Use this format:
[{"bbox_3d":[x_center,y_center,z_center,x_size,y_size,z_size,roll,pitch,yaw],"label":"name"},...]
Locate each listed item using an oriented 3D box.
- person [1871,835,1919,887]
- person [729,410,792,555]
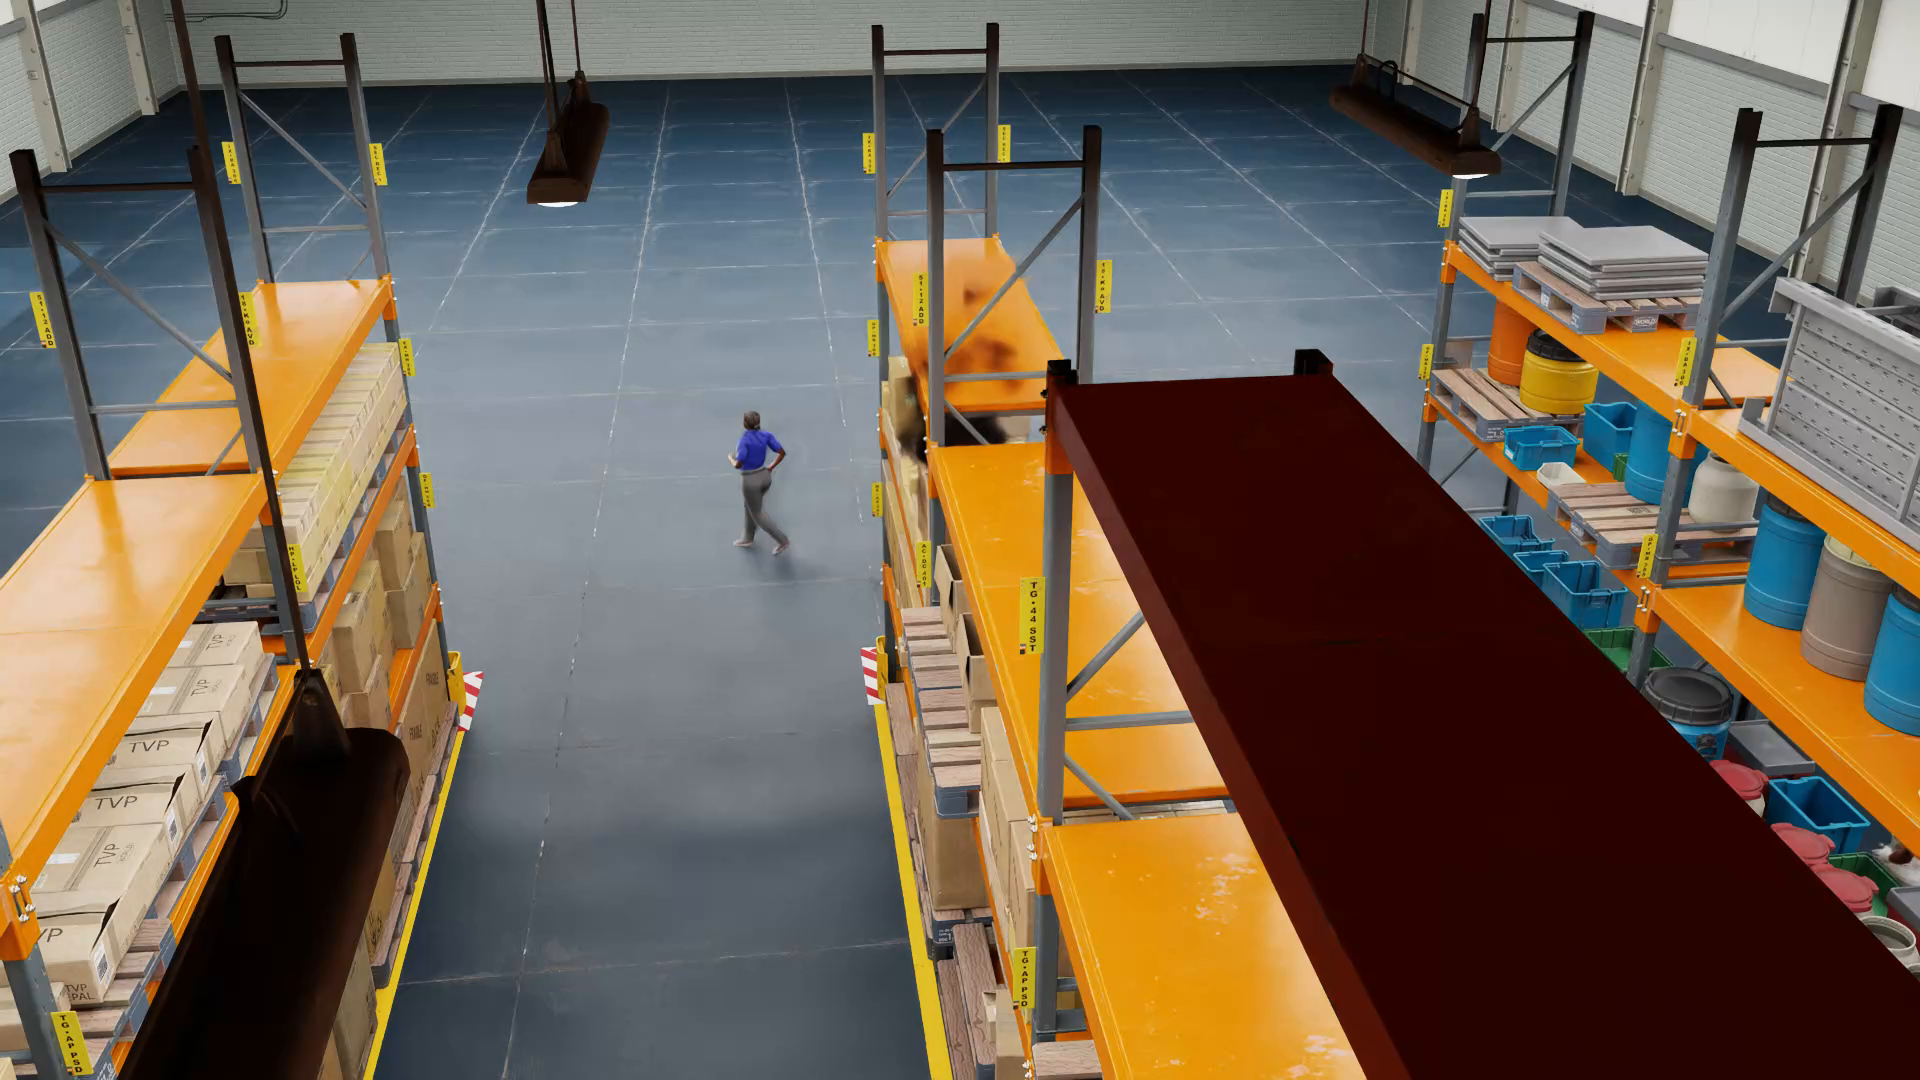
[{"bbox_3d":[6.691,2.329,11.608,0.682,1.753,0.769,-7,26,-14],"label":"person"},{"bbox_3d":[-2.177,-0.583,17.819,0.870,1.678,0.566,18,31,32],"label":"person"}]
